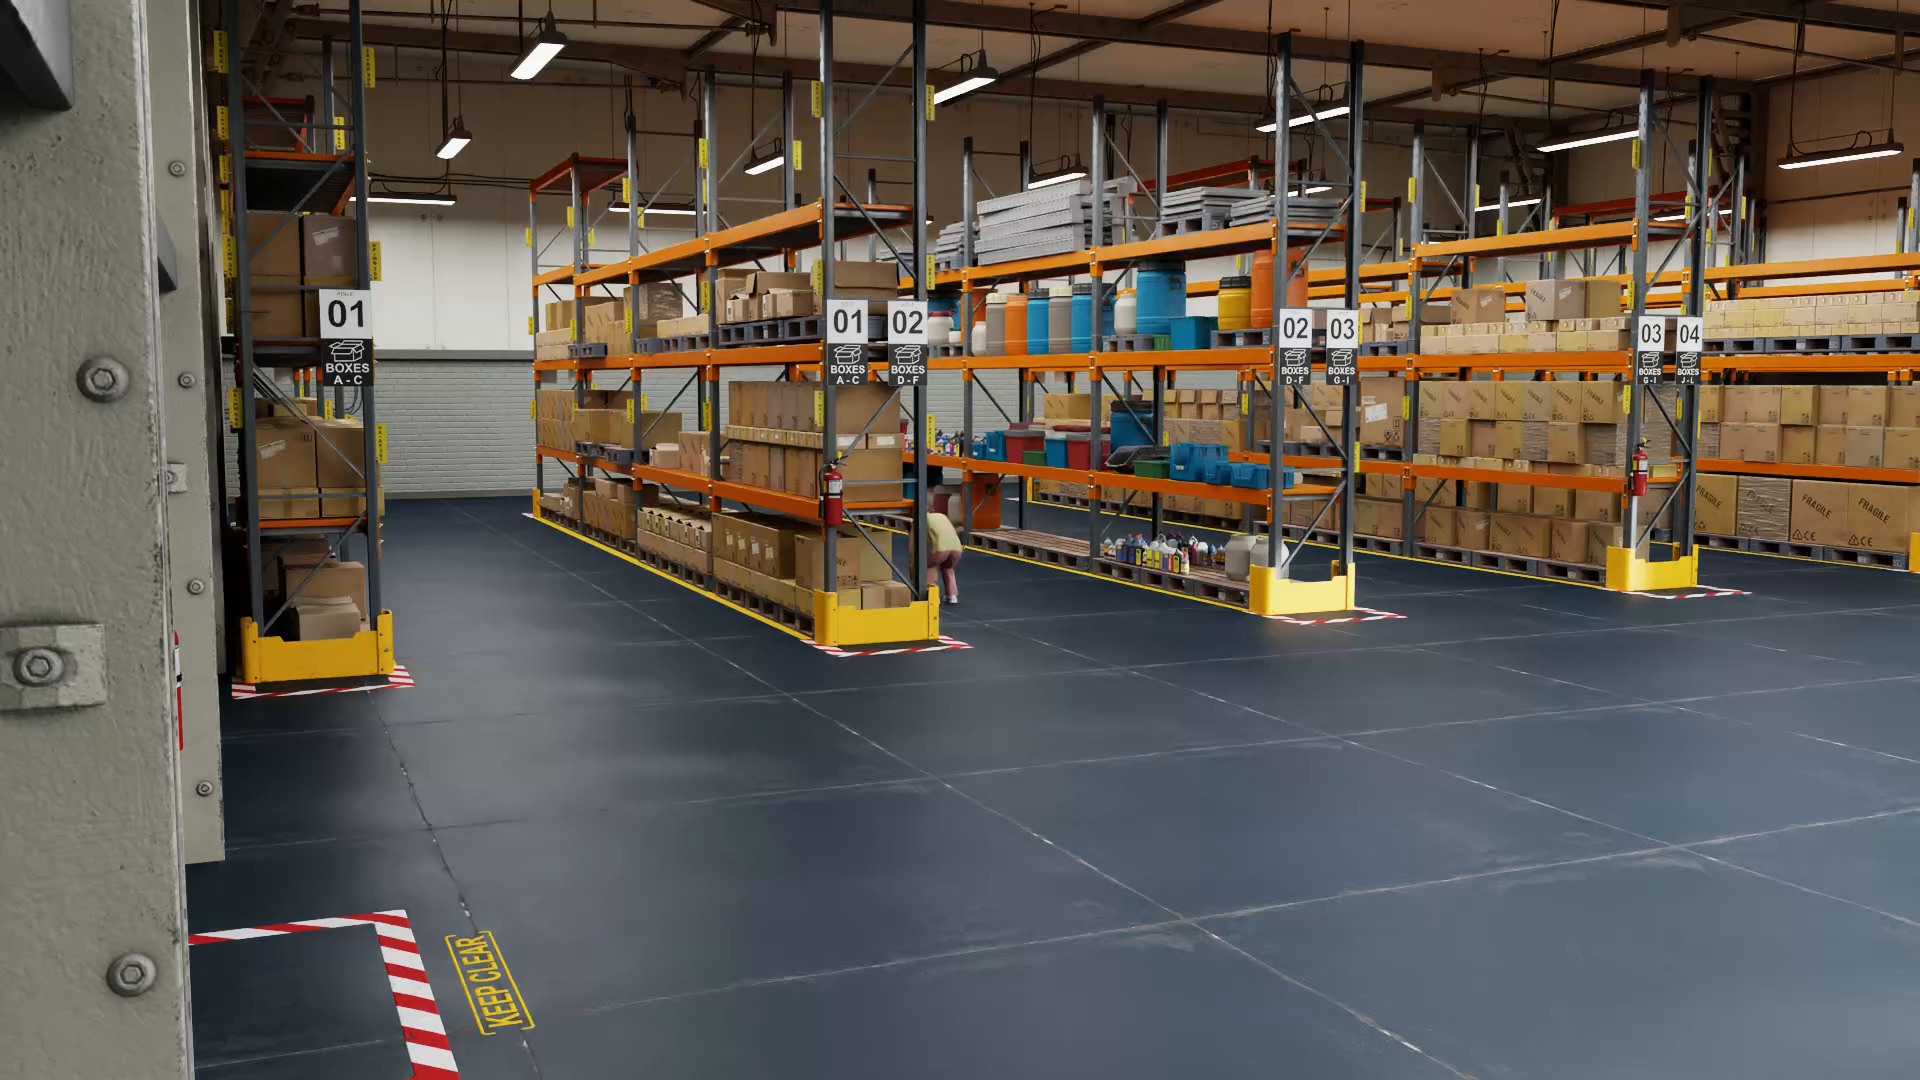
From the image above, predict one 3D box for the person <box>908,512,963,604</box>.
[{"bbox_3d":[-0.282,0.190,18.494,0.496,1.008,0.767,-2,6,-24],"label":"person"}]
